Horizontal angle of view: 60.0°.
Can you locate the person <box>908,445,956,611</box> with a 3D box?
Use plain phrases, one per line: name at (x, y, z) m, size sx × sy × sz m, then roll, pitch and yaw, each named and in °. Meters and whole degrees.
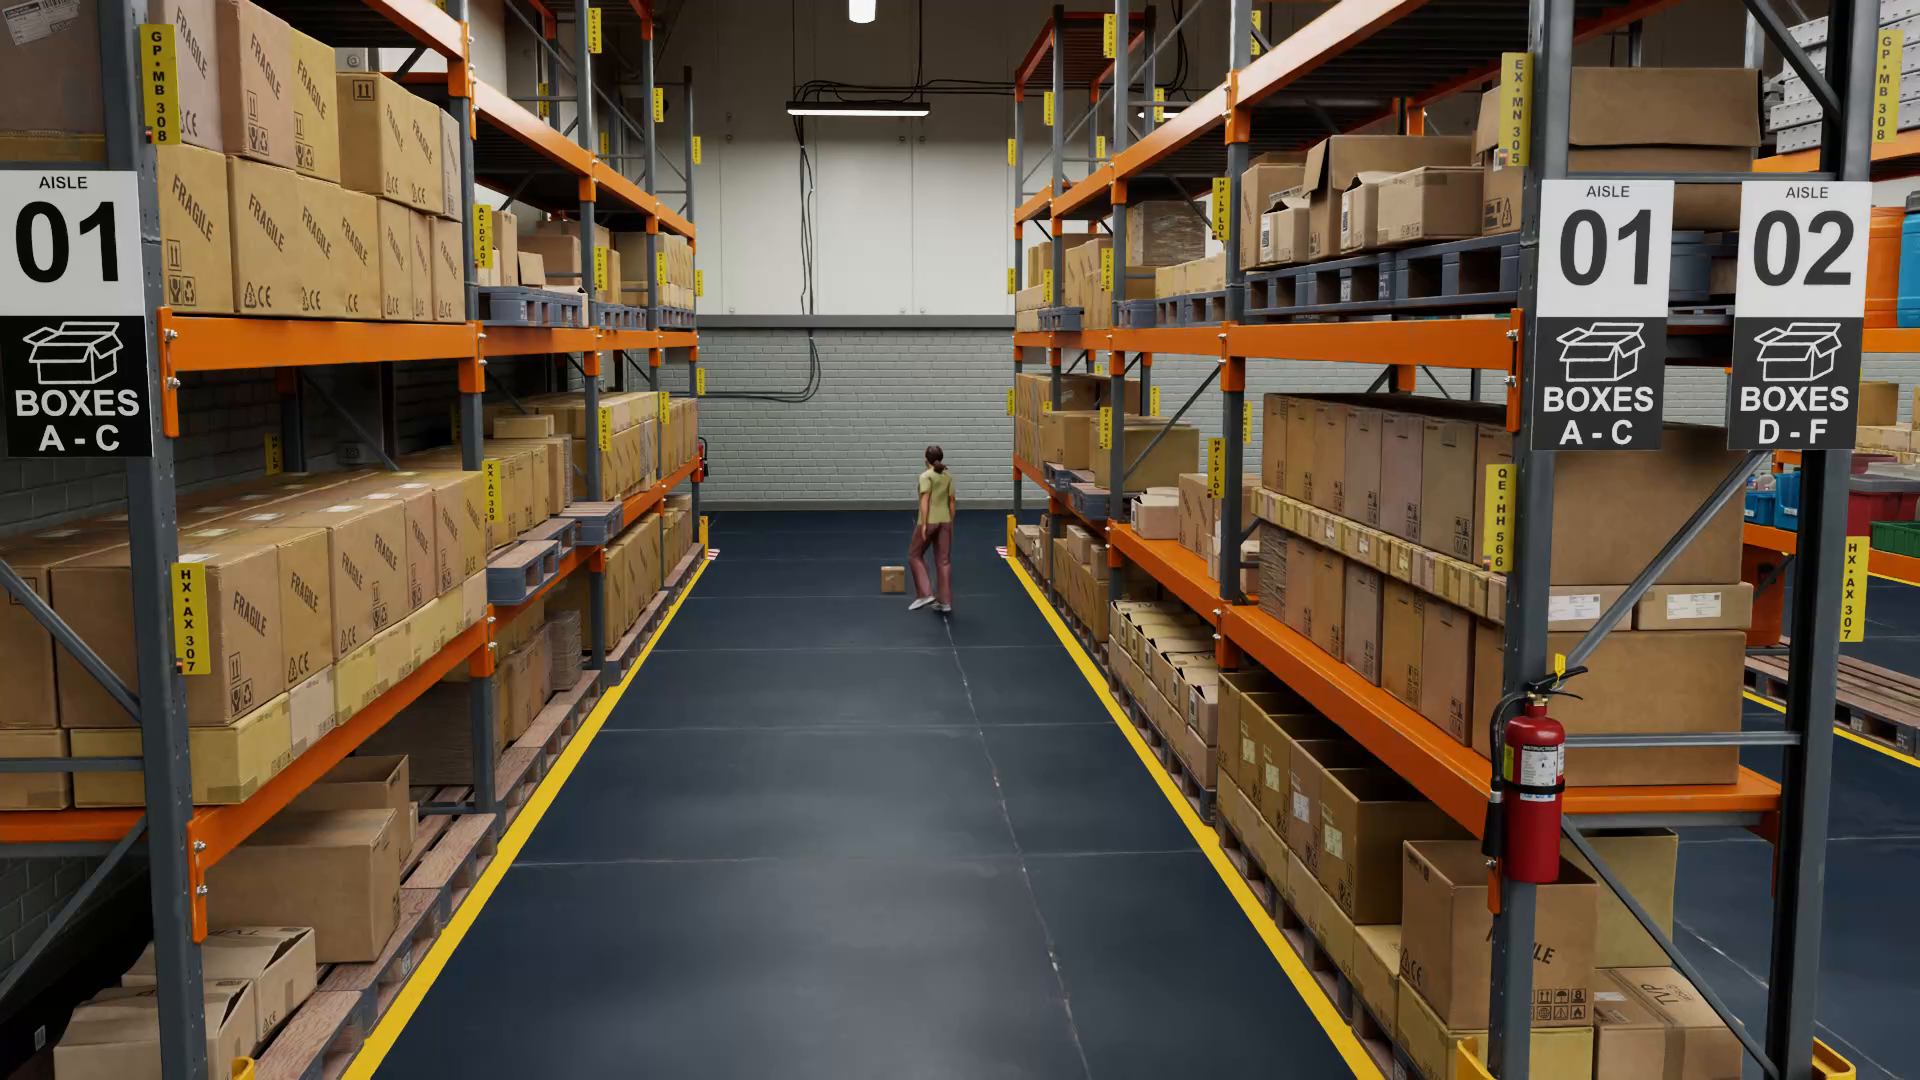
person at (-0.230, -0.113, 16.663) m, size 0.472 × 1.673 × 0.534 m, roll -4°, pitch 8°, yaw -32°
